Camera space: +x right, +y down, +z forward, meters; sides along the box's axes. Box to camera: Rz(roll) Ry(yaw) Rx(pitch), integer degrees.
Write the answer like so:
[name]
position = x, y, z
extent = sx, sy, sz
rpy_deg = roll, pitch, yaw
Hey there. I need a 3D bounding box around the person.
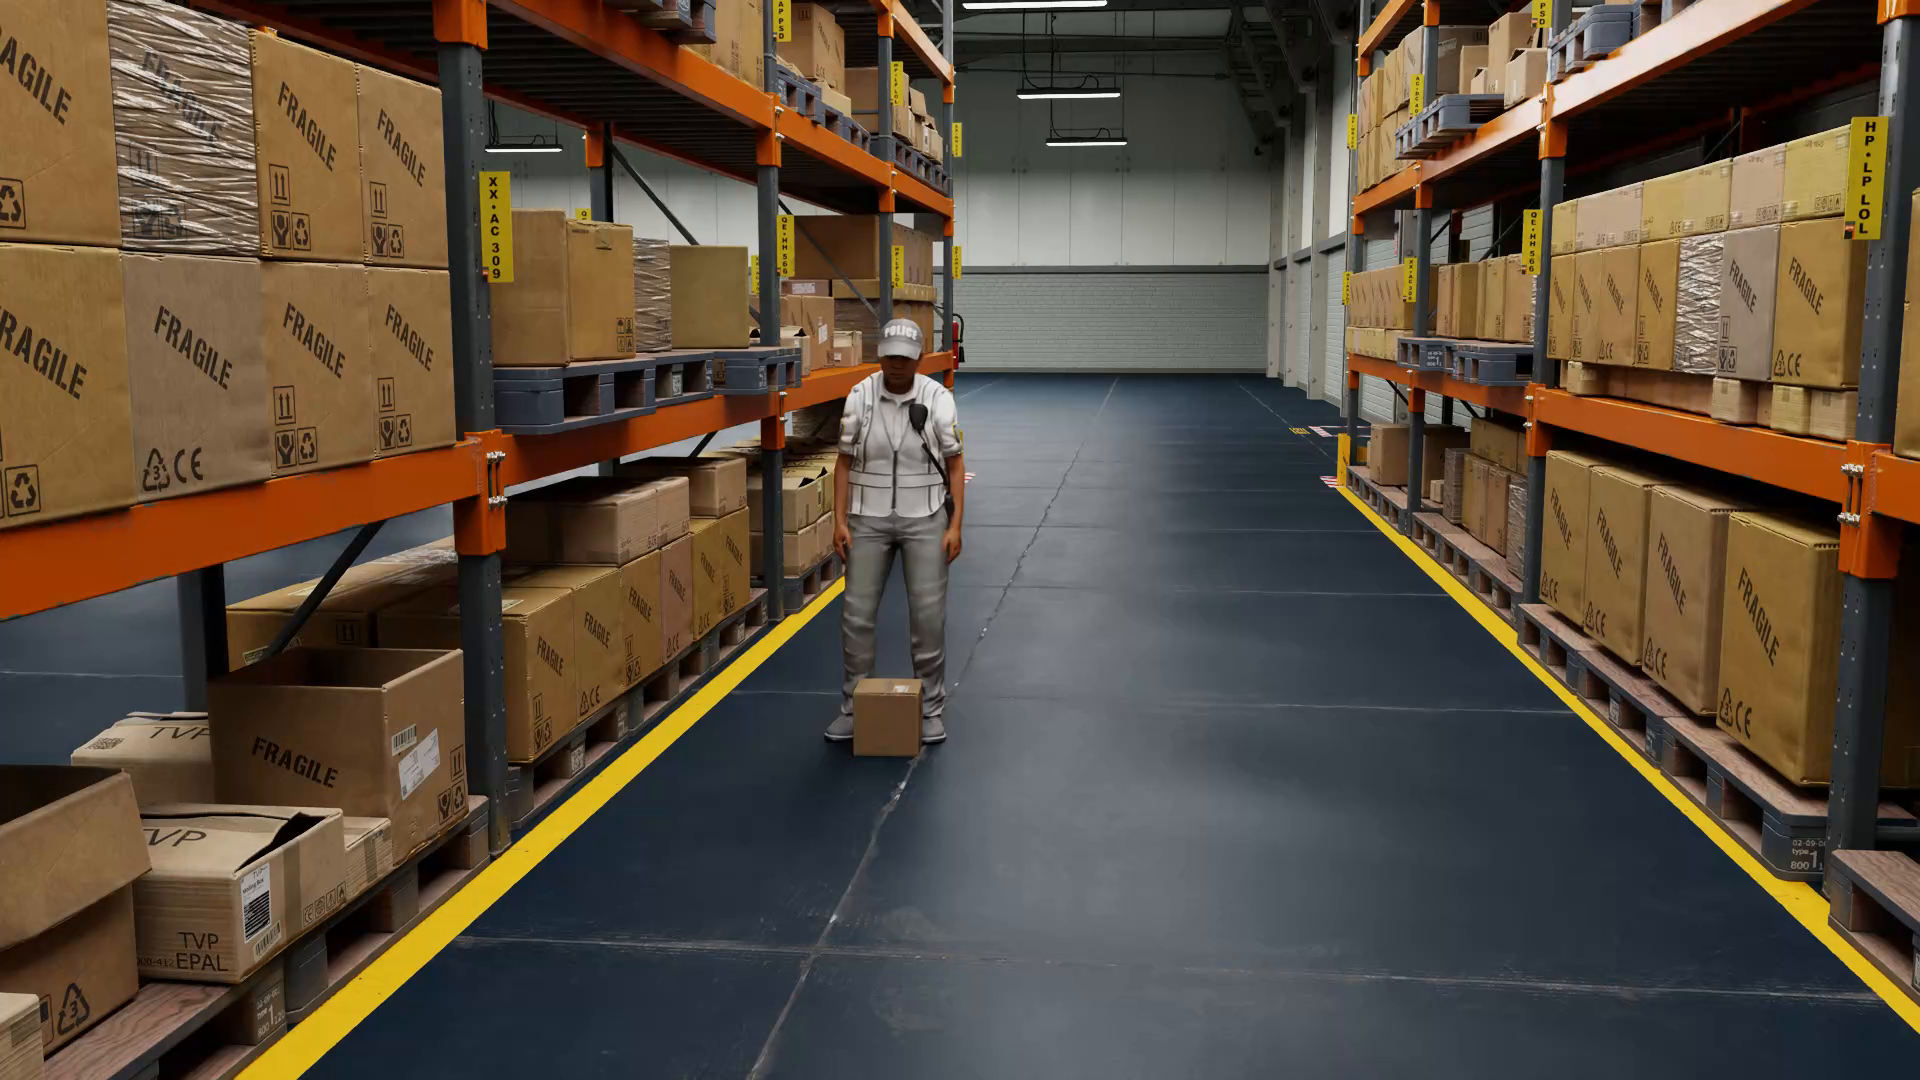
[person]
position = -0.258, -0.041, 6.587
extent = 0.549, 1.664, 0.470
rpy_deg = 1, 8, 5
